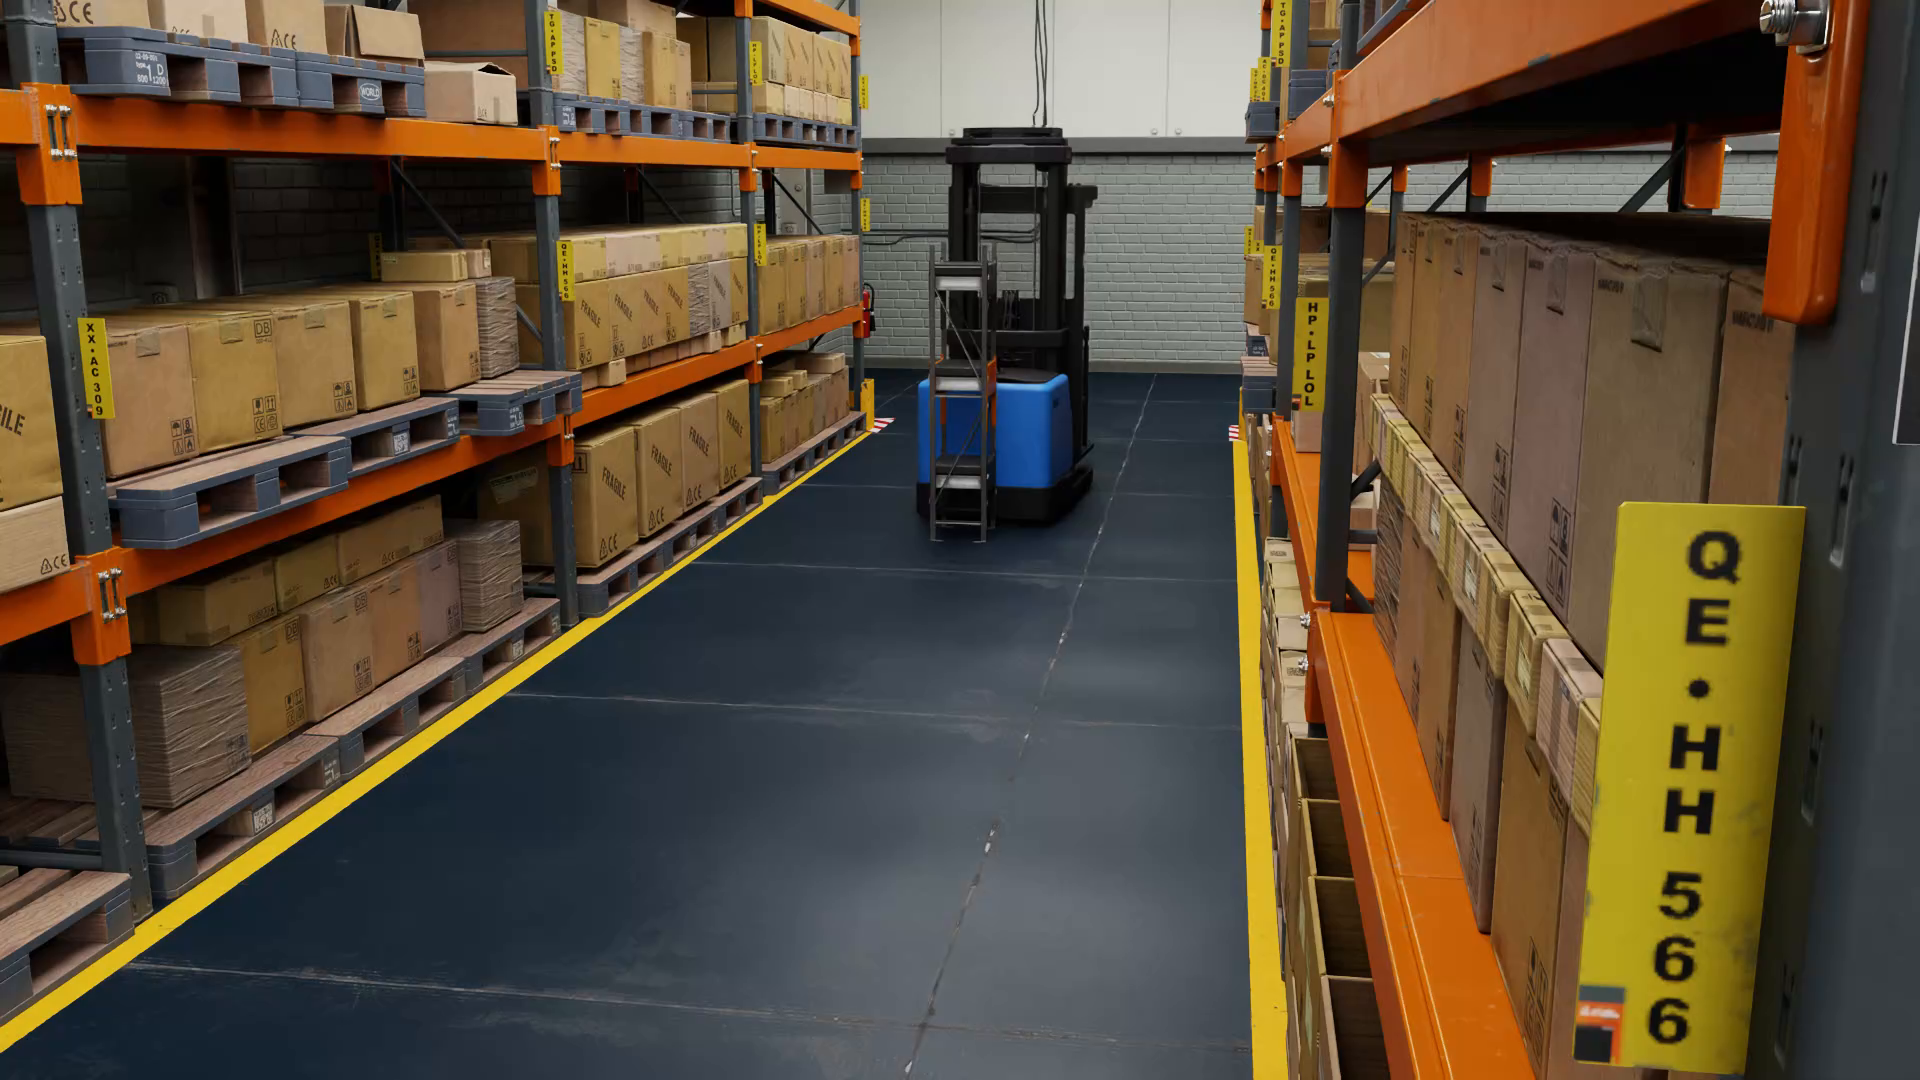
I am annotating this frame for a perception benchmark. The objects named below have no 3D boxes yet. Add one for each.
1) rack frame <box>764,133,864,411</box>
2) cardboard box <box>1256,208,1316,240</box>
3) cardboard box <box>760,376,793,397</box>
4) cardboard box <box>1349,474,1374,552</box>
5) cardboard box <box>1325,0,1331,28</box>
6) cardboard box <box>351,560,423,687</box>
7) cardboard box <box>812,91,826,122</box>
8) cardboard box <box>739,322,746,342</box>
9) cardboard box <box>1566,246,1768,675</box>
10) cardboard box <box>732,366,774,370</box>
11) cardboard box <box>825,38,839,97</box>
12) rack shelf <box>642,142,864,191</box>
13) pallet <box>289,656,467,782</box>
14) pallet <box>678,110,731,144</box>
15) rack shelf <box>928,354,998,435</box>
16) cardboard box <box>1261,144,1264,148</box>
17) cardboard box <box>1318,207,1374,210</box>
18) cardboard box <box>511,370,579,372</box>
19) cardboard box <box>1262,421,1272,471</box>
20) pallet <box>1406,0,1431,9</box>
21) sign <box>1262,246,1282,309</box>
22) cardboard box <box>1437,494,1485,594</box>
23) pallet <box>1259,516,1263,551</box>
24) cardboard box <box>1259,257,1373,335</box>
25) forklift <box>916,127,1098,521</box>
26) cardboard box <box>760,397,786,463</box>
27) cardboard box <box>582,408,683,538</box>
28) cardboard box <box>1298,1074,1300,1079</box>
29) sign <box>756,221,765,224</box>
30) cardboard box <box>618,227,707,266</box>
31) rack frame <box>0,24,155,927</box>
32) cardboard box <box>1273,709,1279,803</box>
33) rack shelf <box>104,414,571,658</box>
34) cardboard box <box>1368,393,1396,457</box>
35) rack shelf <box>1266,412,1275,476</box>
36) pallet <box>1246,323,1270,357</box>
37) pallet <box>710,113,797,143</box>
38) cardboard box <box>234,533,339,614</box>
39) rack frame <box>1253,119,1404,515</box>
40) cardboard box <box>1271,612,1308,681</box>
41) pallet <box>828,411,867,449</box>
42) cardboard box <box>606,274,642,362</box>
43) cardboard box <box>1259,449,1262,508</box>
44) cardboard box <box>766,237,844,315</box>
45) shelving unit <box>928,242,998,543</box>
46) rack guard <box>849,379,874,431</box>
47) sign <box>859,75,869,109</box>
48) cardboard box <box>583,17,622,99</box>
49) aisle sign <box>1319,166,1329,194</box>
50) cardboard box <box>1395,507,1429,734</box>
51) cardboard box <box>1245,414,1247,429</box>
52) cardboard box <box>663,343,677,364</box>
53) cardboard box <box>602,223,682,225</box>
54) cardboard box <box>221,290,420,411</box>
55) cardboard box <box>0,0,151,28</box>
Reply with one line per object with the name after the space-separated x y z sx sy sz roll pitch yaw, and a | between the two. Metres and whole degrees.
-1.501 -2.648 17.158 1.000 3.000 0.127 2 12 9 | rack frame
2.834 -2.623 14.433 0.500 0.500 0.500 2 12 8 | cardboard box
-1.667 -1.333 14.456 0.380 0.149 0.250 2 12 11 | cardboard box
1.503 -0.113 5.717 0.396 0.266 0.258 2 12 7 | cardboard box
2.394 -3.129 9.663 0.500 0.500 0.500 2 12 9 | cardboard box
-3.033 0.384 7.980 0.700 0.500 0.500 2 12 8 | cardboard box
-1.505 -3.917 15.050 0.500 0.250 0.500 2 12 7 | cardboard box
-1.888 -1.622 12.950 0.380 0.149 0.250 2 12 9 | cardboard box
1.102 -0.058 1.824 0.700 0.500 0.500 2 12 7 | cardboard box
-1.921 -1.515 15.299 0.380 0.149 0.250 2 12 8 | cardboard box
-1.432 -4.396 15.495 0.500 0.500 0.500 2 12 10 | cardboard box
-1.808 -3.346 14.986 1.077 0.370 4.000 2 12 9 | rack shelf
-3.043 0.797 7.795 1.003 0.211 1.213 2 12 9 | pallet
-2.208 -2.995 12.106 0.805 0.209 1.217 1 12 6 | pallet
0.025 -1.048 11.935 0.431 0.518 0.480 2 12 9 | rack shelf
2.747 -3.366 13.728 0.500 0.250 0.500 2 12 9 | cardboard box
3.446 -2.711 14.840 0.500 0.500 0.500 2 12 10 | cardboard box
-2.452 -0.930 9.738 0.380 0.149 0.250 2 12 8 | cardboard box
2.234 -0.609 10.810 0.500 0.250 0.500 2 12 8 | cardboard box
1.253 -0.981 2.516 1.003 0.211 1.213 2 12 9 | pallet
1.626 -1.365 8.648 0.100 0.325 0.005 2 12 9 | sign
1.082 0.016 3.020 0.380 0.149 0.250 2 12 8 | cardboard box
2.692 -0.121 12.056 1.003 0.211 1.213 2 12 9 | pallet
2.442 -1.673 11.401 0.700 0.500 0.500 4 13 18 | cardboard box
0.504 -1.841 13.579 1.130 2.935 3.031 3 12 13 | forklift
-1.900 -0.951 14.221 0.700 0.500 0.500 2 12 9 | cardboard box
-2.347 -0.468 11.149 0.750 0.750 0.750 2 12 8 | cardboard box
1.014 1.444 3.705 0.500 0.250 0.500 2 12 9 | cardboard box
-2.048 -3.129 17.148 0.100 0.325 0.005 2 12 9 | sign
-2.102 -2.068 11.697 0.500 0.250 0.500 2 12 10 | cardboard box
-3.346 -0.150 5.567 1.000 3.000 0.127 2 12 9 | rack frame
1.484 0.842 6.498 0.500 0.250 0.500 2 12 10 | cardboard box
-3.039 -0.214 7.575 1.077 0.370 4.000 2 12 9 | rack shelf
1.316 -0.306 4.517 0.380 0.149 0.250 2 12 9 | cardboard box
2.472 -0.887 10.697 1.077 0.370 4.000 2 12 9 | rack shelf
2.549 -1.398 11.818 1.003 0.211 1.213 2 12 9 | pallet
-1.980 -3.408 13.777 1.003 0.211 1.213 2 12 9 | pallet
-3.109 0.137 7.348 0.500 0.250 0.500 2 12 7 | cardboard box
2.779 -1.655 12.553 1.000 3.000 0.127 2 12 9 | rack frame
1.562 0.465 6.917 0.500 0.311 0.500 2 12 8 | cardboard box
-1.547 -1.115 16.668 1.003 0.211 1.213 2 12 9 | pallet
-2.314 -1.388 10.322 0.500 0.500 0.500 2 12 11 | cardboard box
2.393 -0.444 11.823 0.500 0.500 0.500 2 12 9 | cardboard box
-1.670 -2.536 15.928 0.980 0.700 0.700 2 12 8 | cardboard box
0.025 -1.061 11.932 0.431 2.100 0.503 2 12 9 | shelving unit
-1.497 -1.431 17.445 1.175 0.500 0.348 2 12 9 | rack guard
-0.967 -4.488 16.662 0.100 0.325 0.005 2 12 9 | sign
-2.586 -3.042 10.587 0.700 0.500 0.500 3 12 12 | cardboard box
3.708 -3.763 16.163 0.394 0.787 0.004 2 12 9 | aisle sign
1.412 0.164 3.875 0.700 0.500 0.500 2 12 8 | cardboard box
2.954 -1.151 15.695 0.500 0.250 0.500 2 12 9 | cardboard box
-2.179 -1.304 11.474 0.380 0.149 0.250 2 12 10 | cardboard box
-2.444 -2.298 12.766 0.500 0.250 0.500 2 12 10 | cardboard box
-2.963 -0.888 7.712 0.700 0.500 0.500 2 12 9 | cardboard box
-3.183 -1.981 5.712 0.500 0.500 0.500 4 13 17 | cardboard box
